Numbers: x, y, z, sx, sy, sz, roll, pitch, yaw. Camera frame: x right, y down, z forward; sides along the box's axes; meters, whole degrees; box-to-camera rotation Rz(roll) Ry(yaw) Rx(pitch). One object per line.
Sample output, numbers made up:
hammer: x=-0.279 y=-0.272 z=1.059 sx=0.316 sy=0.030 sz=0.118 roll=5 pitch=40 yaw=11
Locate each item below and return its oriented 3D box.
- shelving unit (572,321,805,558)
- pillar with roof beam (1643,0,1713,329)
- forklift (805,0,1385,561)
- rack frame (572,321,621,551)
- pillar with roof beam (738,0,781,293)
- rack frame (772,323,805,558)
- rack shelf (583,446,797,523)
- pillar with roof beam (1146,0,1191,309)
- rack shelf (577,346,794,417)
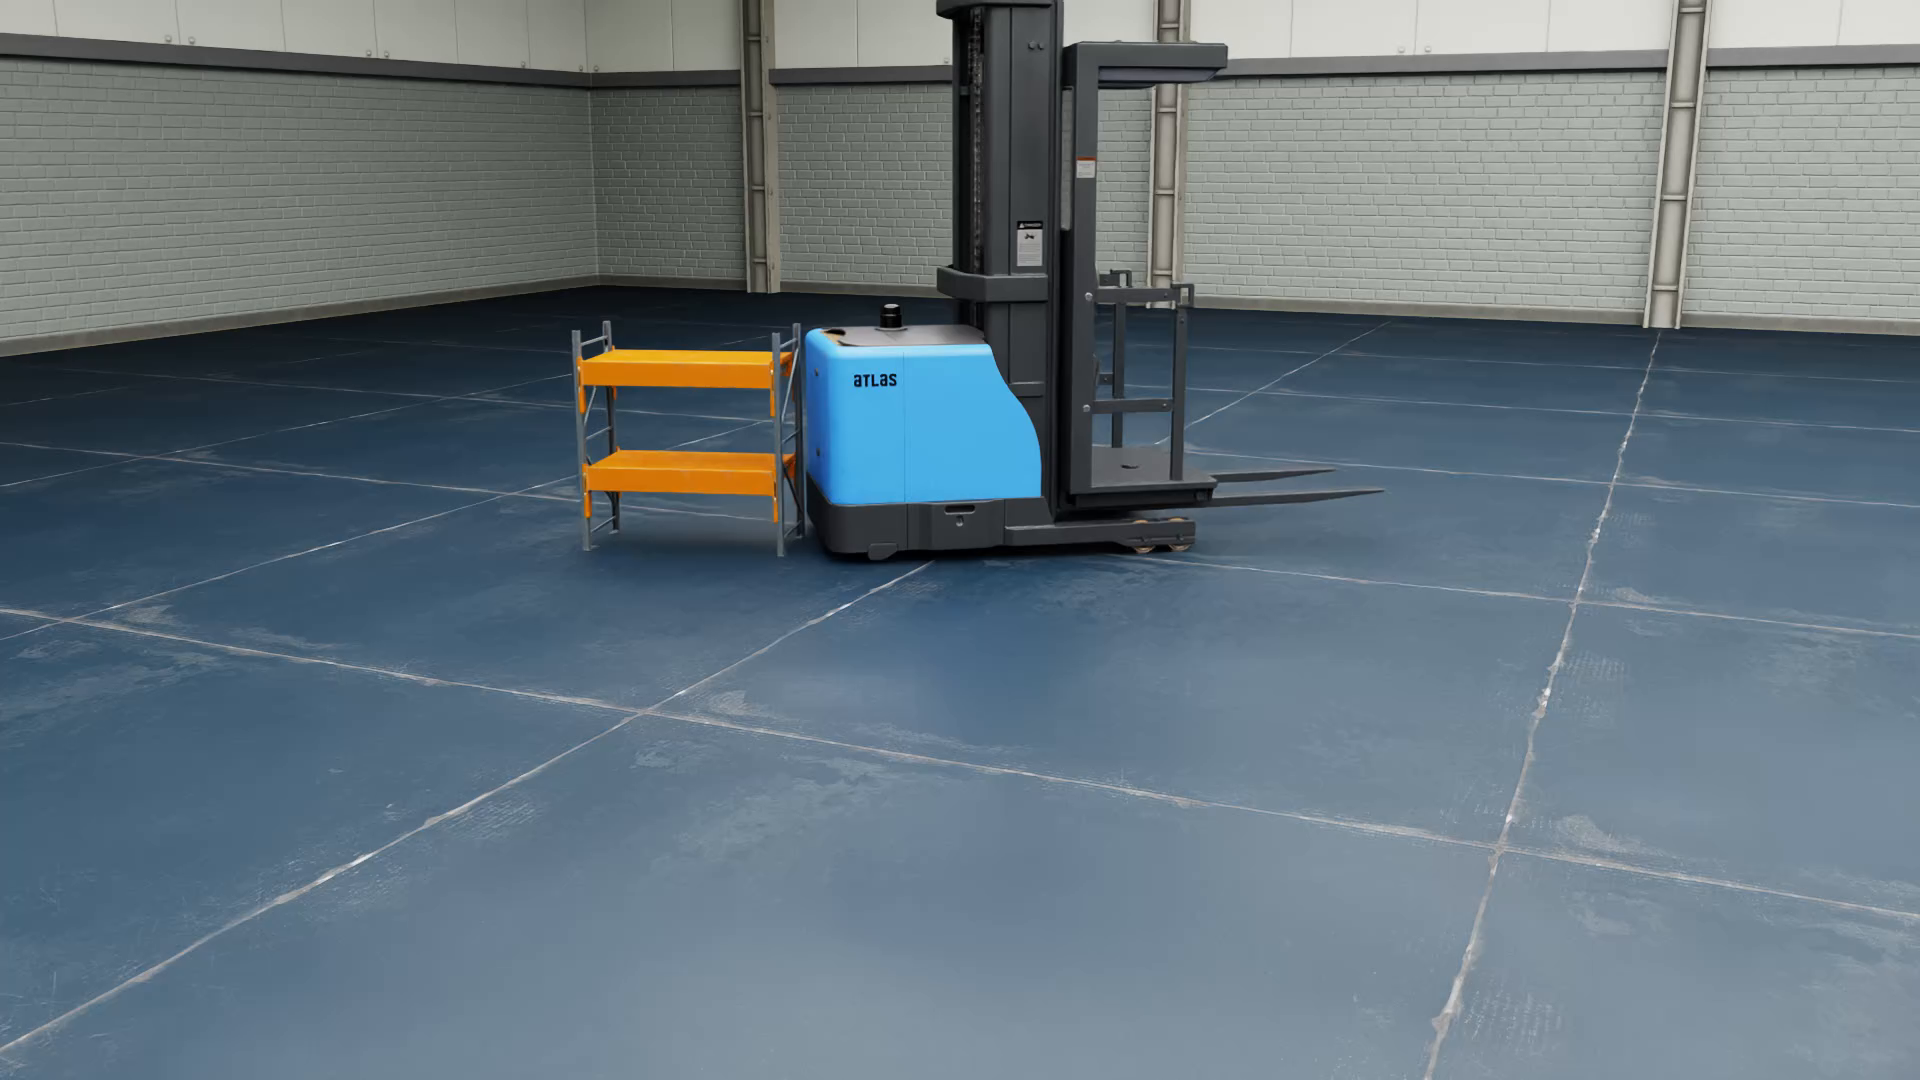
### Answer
shelving unit: x=-1.377 y=-0.531 z=8.556 sx=1.048 sy=1.125 sz=0.538 roll=2 pitch=13 yaw=7
pillar with roof beam: x=6.397 y=-5.954 z=14.432 sx=0.400 sy=9.000 sz=9.100 roll=6 pitch=14 yaw=23
forklift: x=0.736 y=-1.478 z=8.638 sx=3.031 sy=2.935 sz=1.130 roll=-3 pitch=14 yaw=-12
rack frame: x=-1.881 y=-0.546 z=8.619 sx=0.032 sy=1.125 sz=0.500 roll=2 pitch=13 yaw=7
pillar with roof beam: x=-4.575 y=-7.065 z=19.164 sx=0.400 sy=9.000 sz=9.100 roll=6 pitch=14 yaw=23
rack frame: x=-0.873 y=-0.516 z=8.492 sx=0.032 sy=1.125 sz=0.500 roll=2 pitch=13 yaw=7
rack shelf: x=-1.377 y=-0.293 z=8.612 sx=1.000 sy=0.278 sz=0.538 roll=2 pitch=13 yaw=7
pillar with roof beam: x=0.911 y=-6.510 z=16.798 sx=0.400 sy=9.000 sz=9.100 roll=6 pitch=14 yaw=23
rack shelf: x=-1.377 y=-0.816 z=8.489 sx=1.000 sy=0.278 sz=0.538 roll=2 pitch=13 yaw=7
